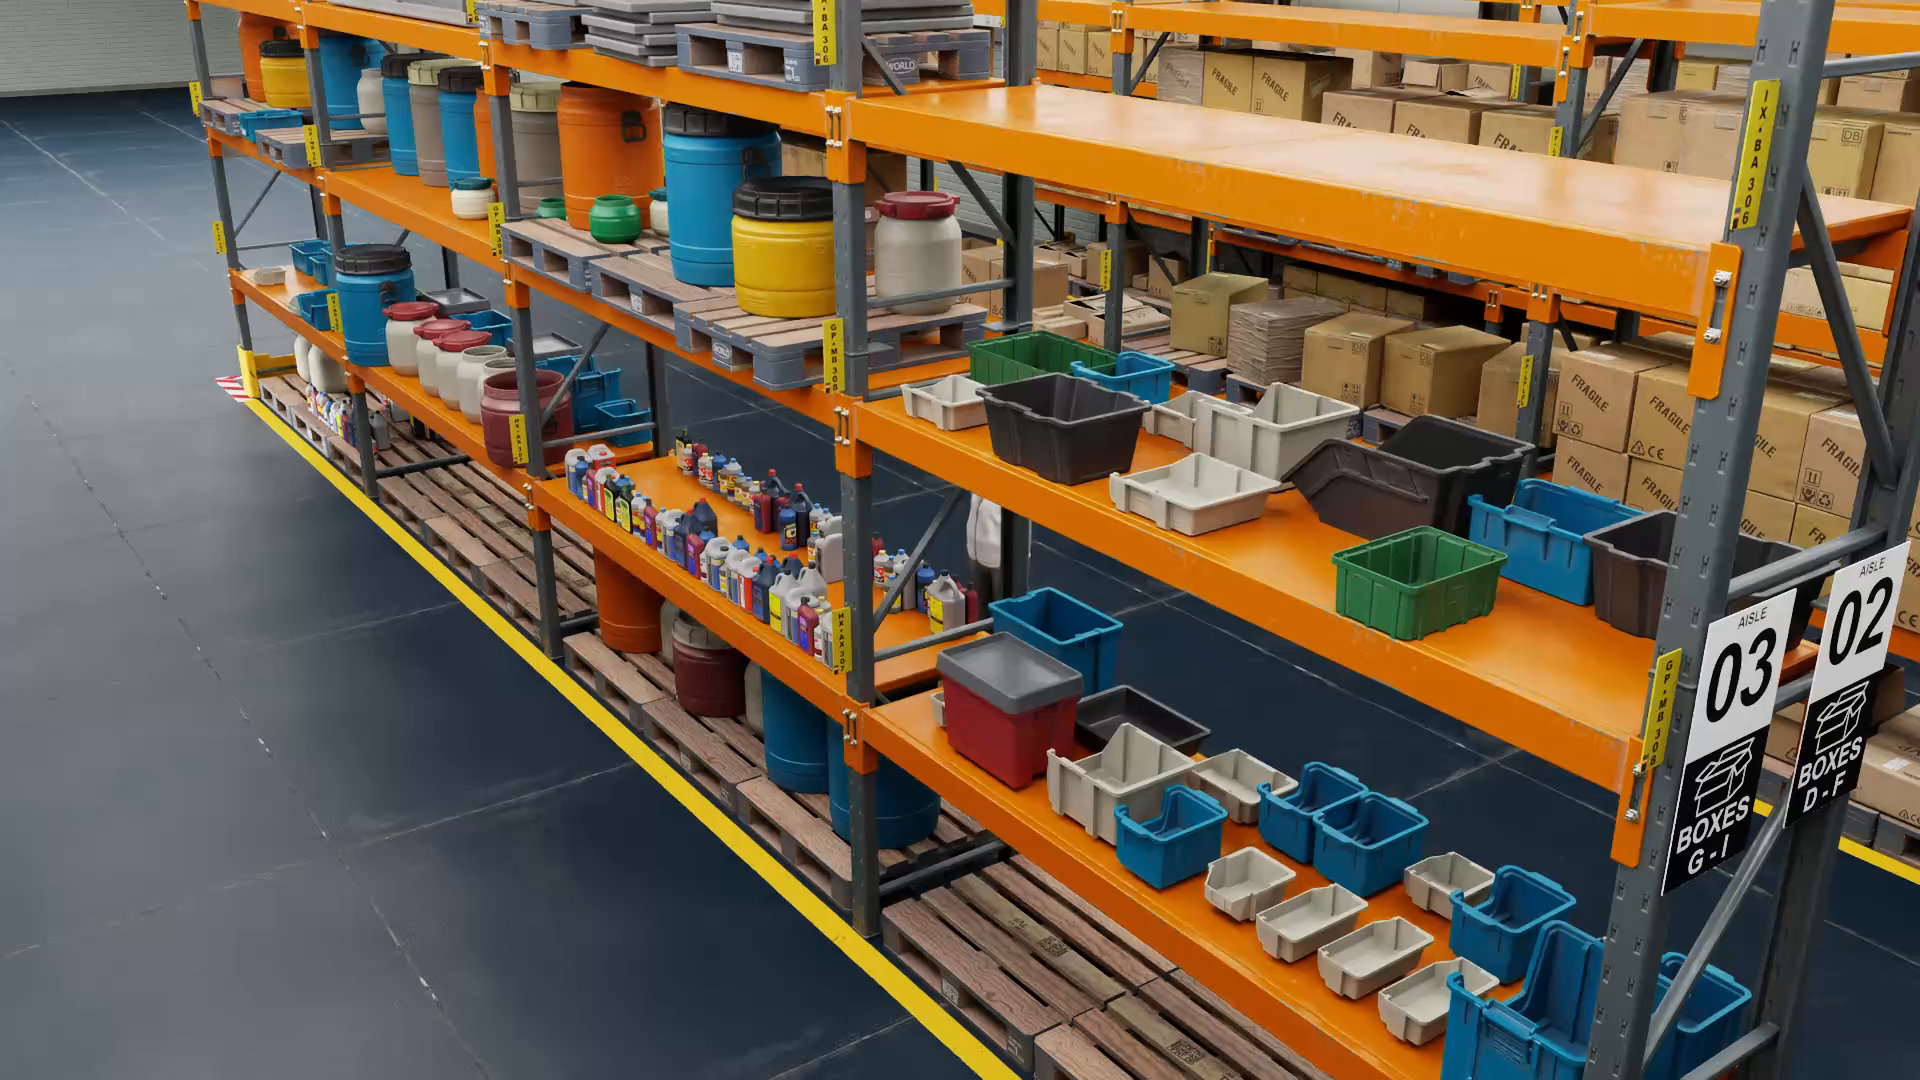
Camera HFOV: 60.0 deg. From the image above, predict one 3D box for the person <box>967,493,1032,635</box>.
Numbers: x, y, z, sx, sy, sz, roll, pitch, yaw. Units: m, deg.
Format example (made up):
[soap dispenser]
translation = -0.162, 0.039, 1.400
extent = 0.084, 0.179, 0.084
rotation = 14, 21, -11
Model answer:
[person]
translation = 0.251, 0.117, 10.749
extent = 0.356, 1.769, 0.528
rotation = -14, 25, -32
